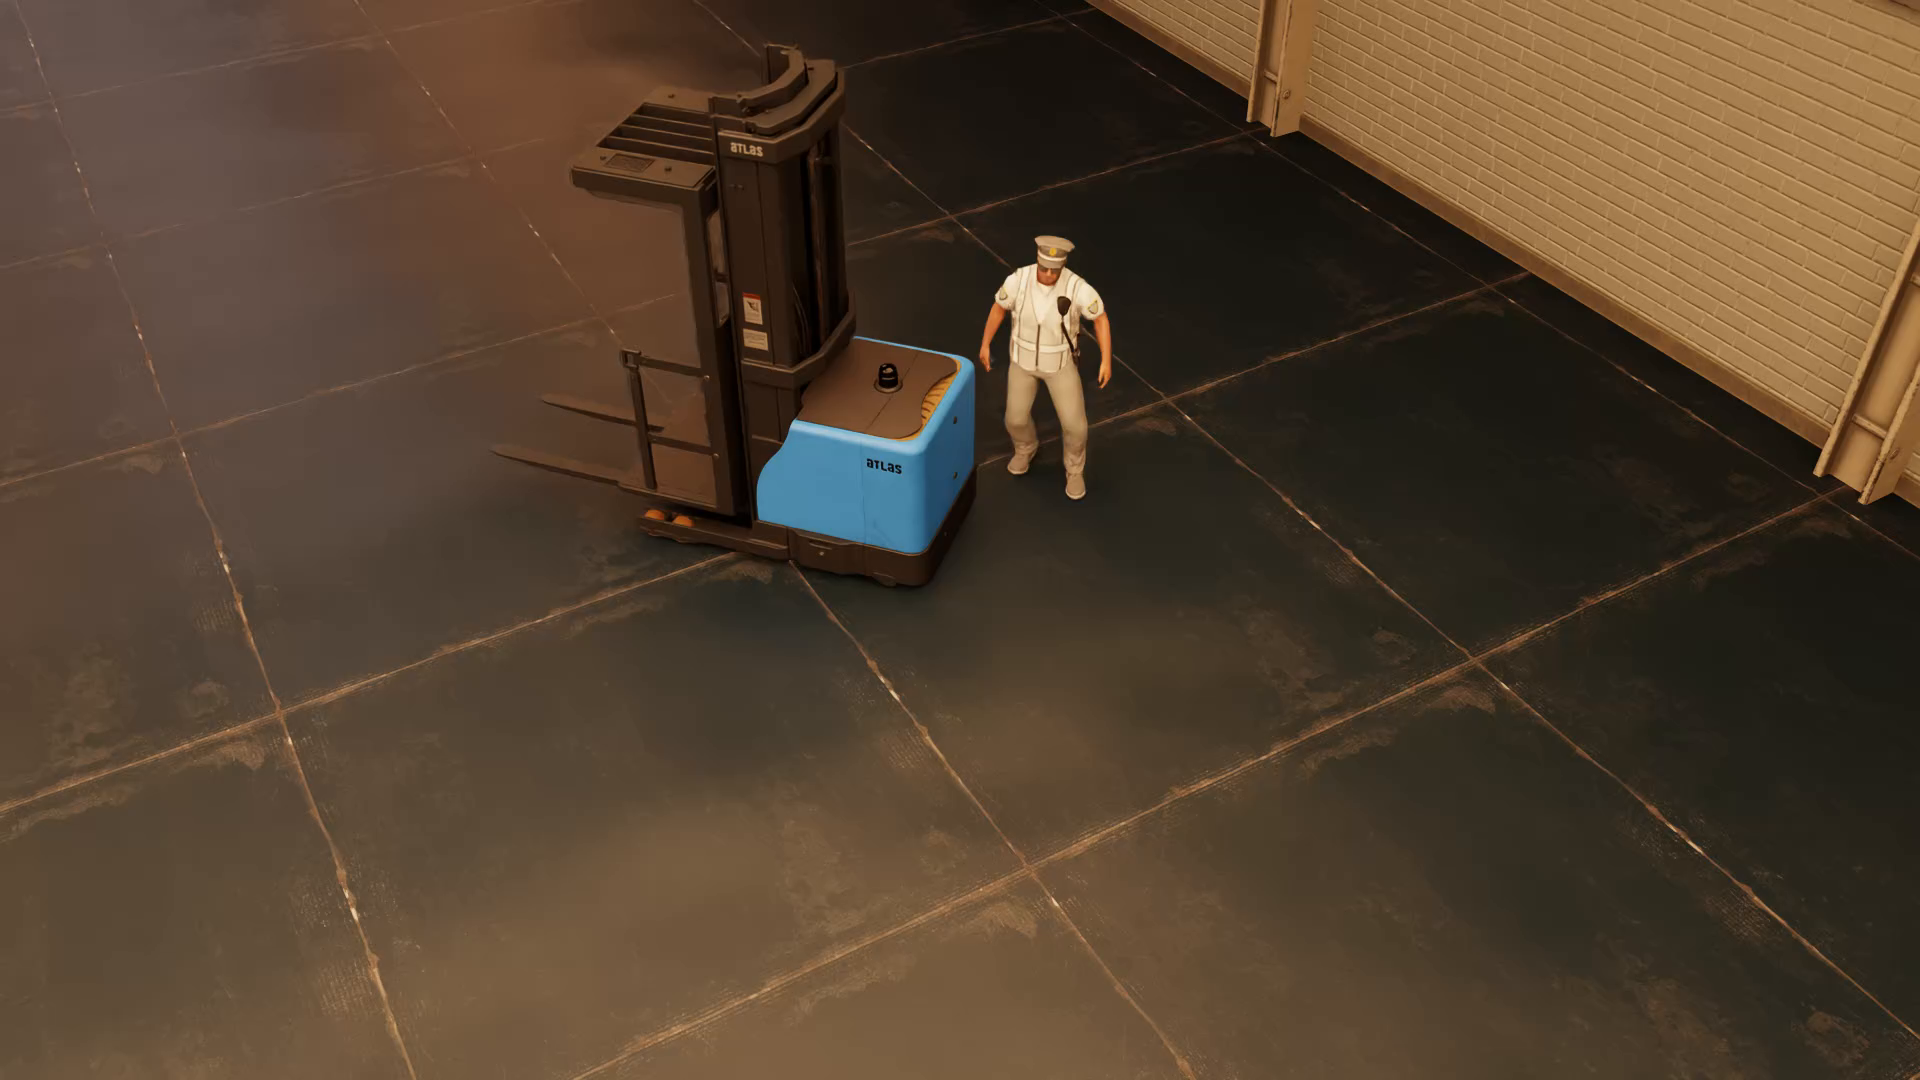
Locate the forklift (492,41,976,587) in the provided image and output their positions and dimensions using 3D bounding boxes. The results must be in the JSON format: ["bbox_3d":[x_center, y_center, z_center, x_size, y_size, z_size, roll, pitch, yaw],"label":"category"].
[{"bbox_3d":[-1.471,-1.415,9.742,3.031,2.935,1.130,13,41,15],"label":"forklift"}]

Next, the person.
[{"bbox_3d":[0.523,-1.102,10.317,0.839,1.713,0.499,9,41,11],"label":"person"}]
